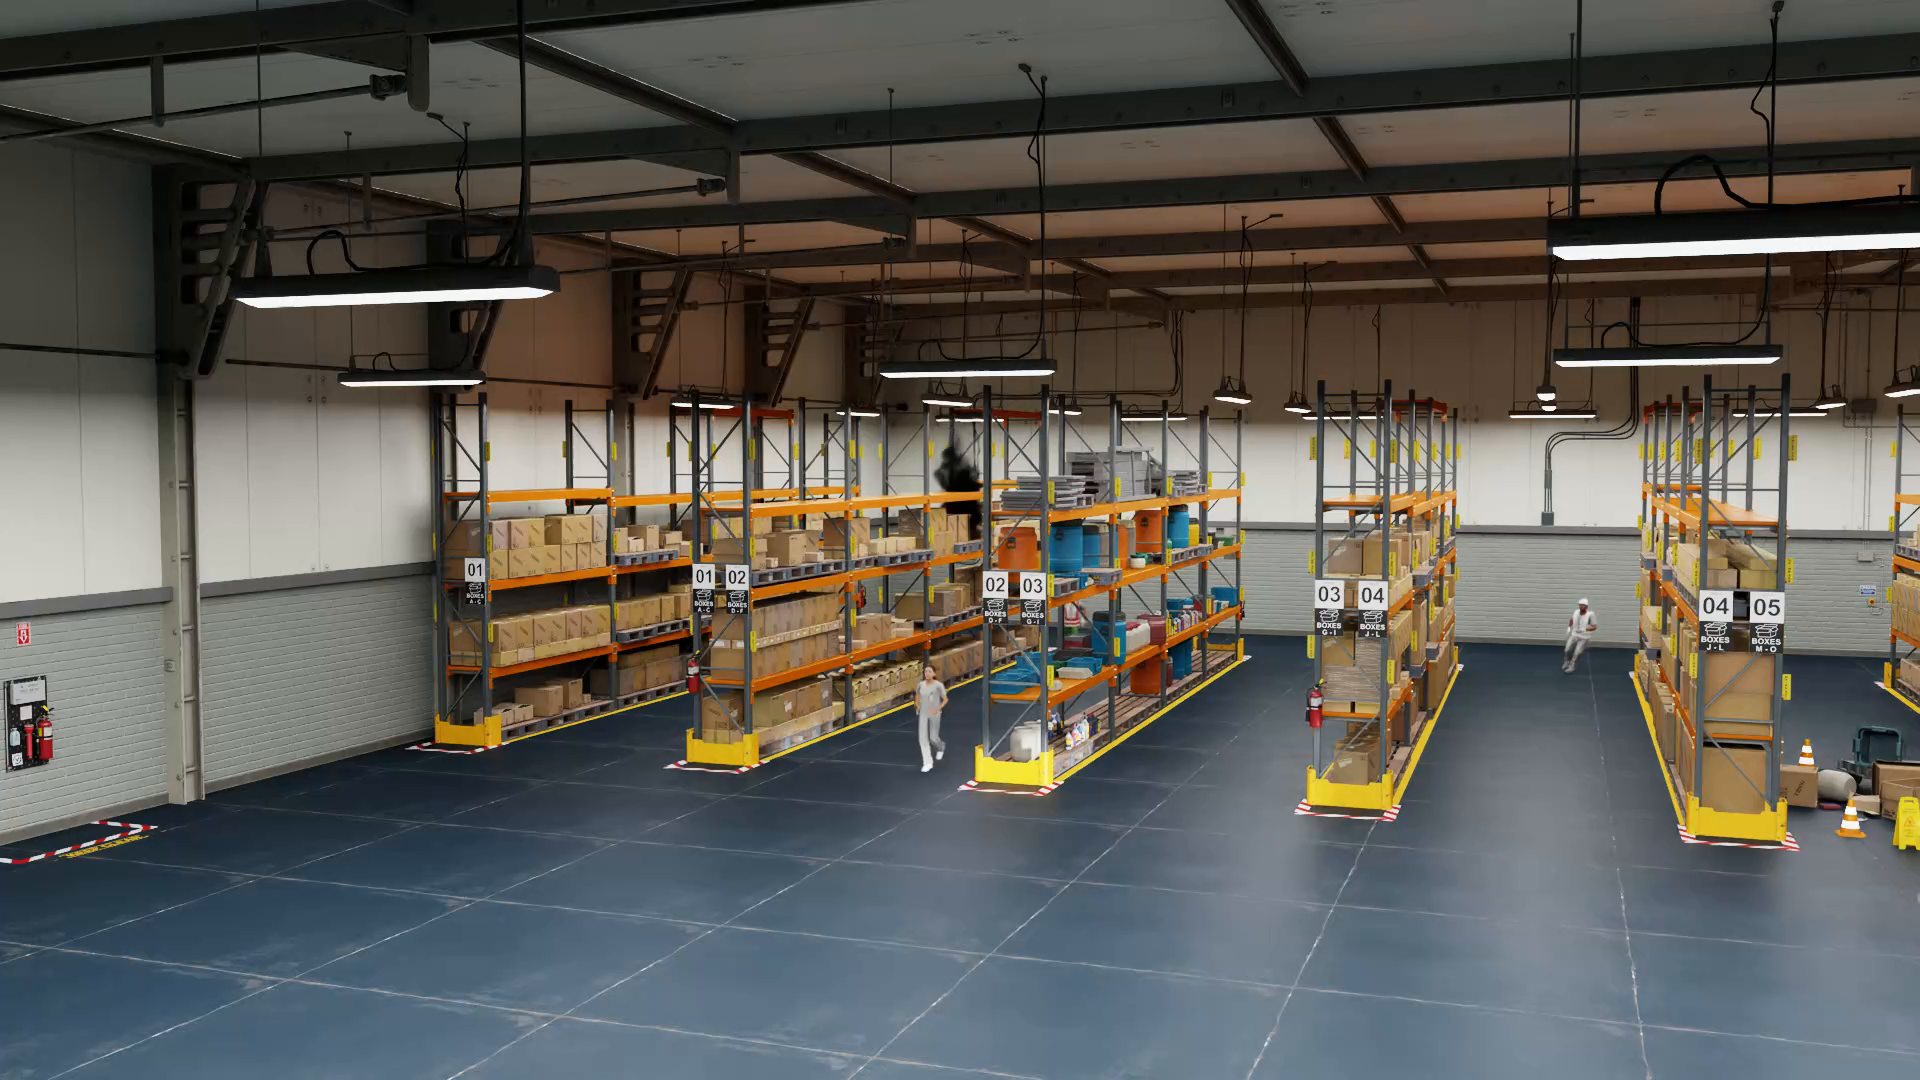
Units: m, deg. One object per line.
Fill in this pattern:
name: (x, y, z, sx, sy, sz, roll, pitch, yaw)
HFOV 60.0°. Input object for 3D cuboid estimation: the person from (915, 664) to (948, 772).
person: (-0.460, 2.780, 26.244, 0.579, 1.651, 0.790, 1, 3, 17)

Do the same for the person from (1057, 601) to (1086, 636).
person: (2.581, 2.048, 38.801, 0.633, 1.838, 0.794, 1, 3, 14)

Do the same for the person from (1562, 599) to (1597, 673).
person: (13.868, 2.164, 37.332, 0.562, 1.711, 0.869, -3, 4, -43)
